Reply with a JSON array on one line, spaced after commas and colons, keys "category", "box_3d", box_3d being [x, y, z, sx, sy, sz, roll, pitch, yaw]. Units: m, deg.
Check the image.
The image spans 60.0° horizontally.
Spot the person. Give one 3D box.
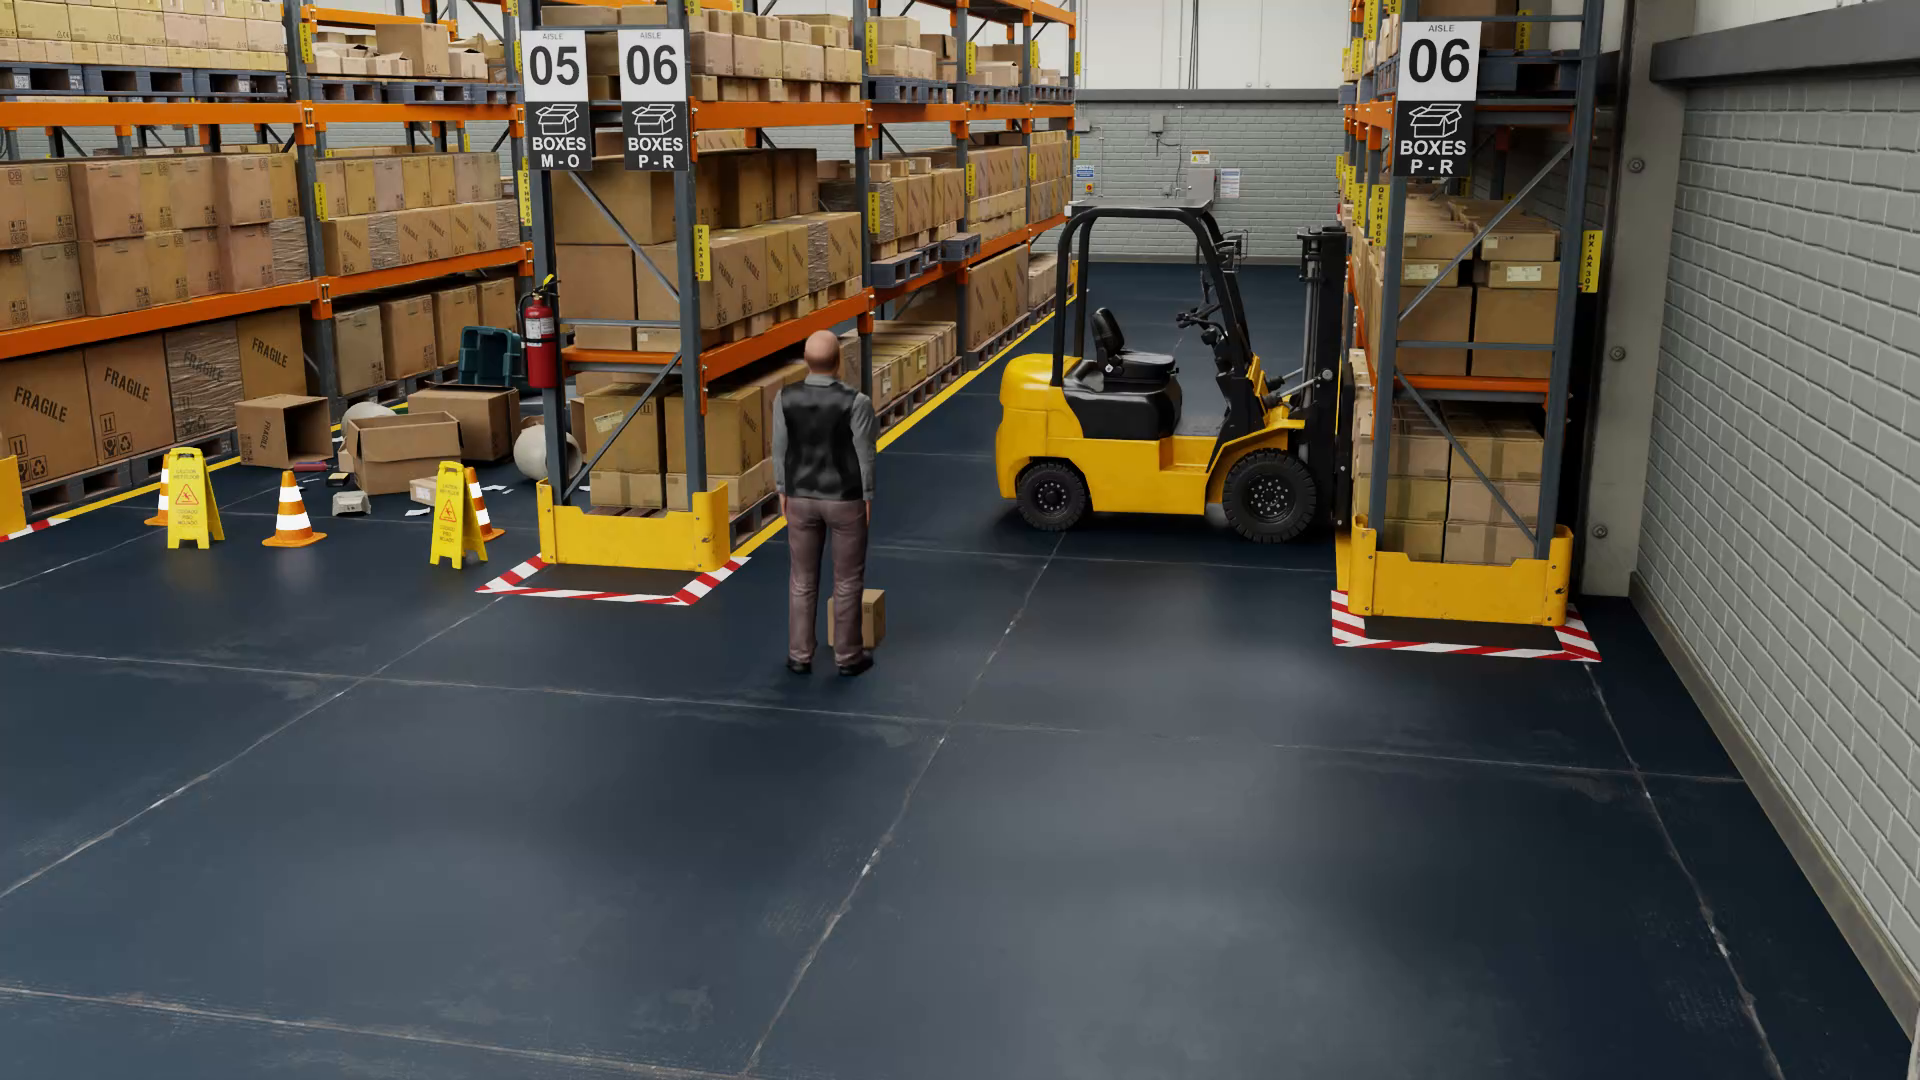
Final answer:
[{"category": "person", "box_3d": [-0.661, -0.174, 8.252, 0.539, 1.743, 0.355, 3, 15, 13]}]
